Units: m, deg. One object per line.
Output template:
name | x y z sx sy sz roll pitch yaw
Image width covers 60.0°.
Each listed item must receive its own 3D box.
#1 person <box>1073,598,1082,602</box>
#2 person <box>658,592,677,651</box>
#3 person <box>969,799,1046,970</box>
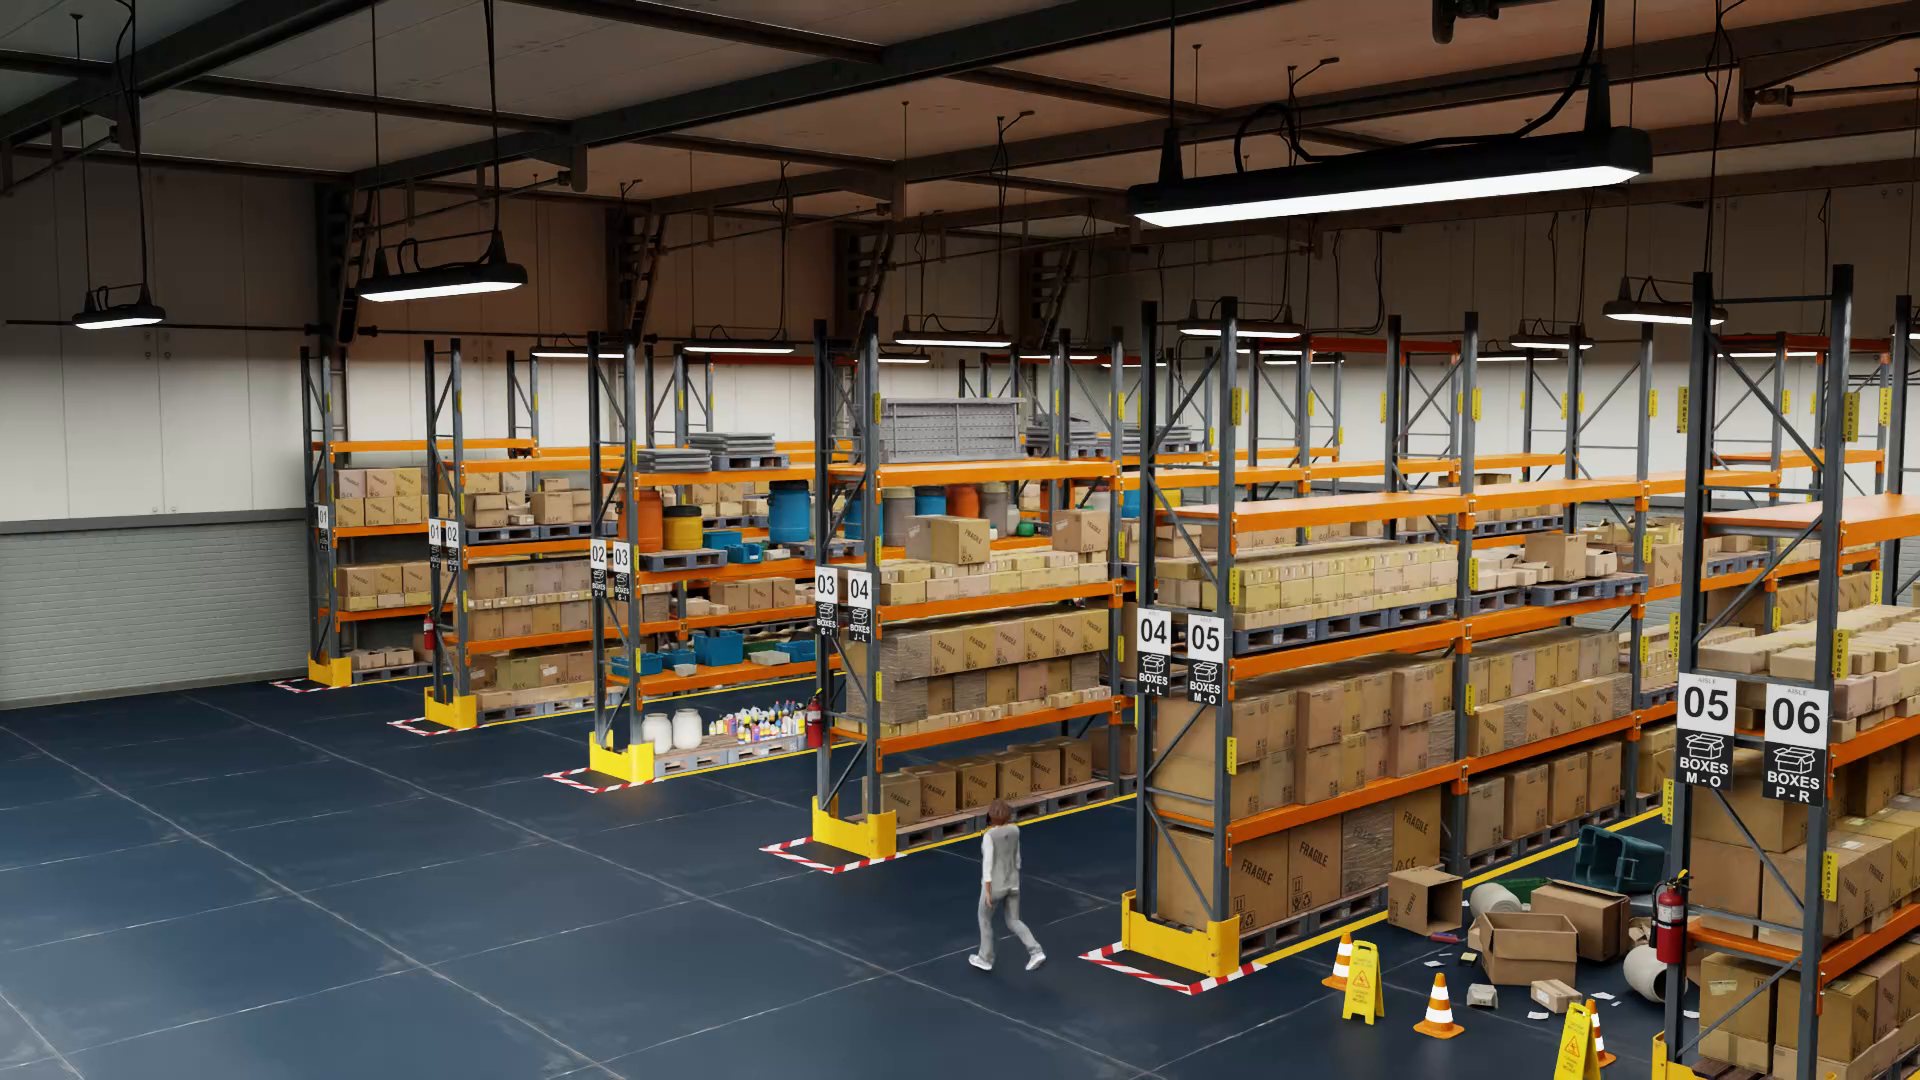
person | 2.345 1.558 31.238 0.577 1.830 0.406 0 5 2
person | -5.433 1.629 30.567 0.524 1.666 0.967 4 6 38
person | 0.395 3.077 14.722 0.416 1.560 0.847 -4 7 -40
